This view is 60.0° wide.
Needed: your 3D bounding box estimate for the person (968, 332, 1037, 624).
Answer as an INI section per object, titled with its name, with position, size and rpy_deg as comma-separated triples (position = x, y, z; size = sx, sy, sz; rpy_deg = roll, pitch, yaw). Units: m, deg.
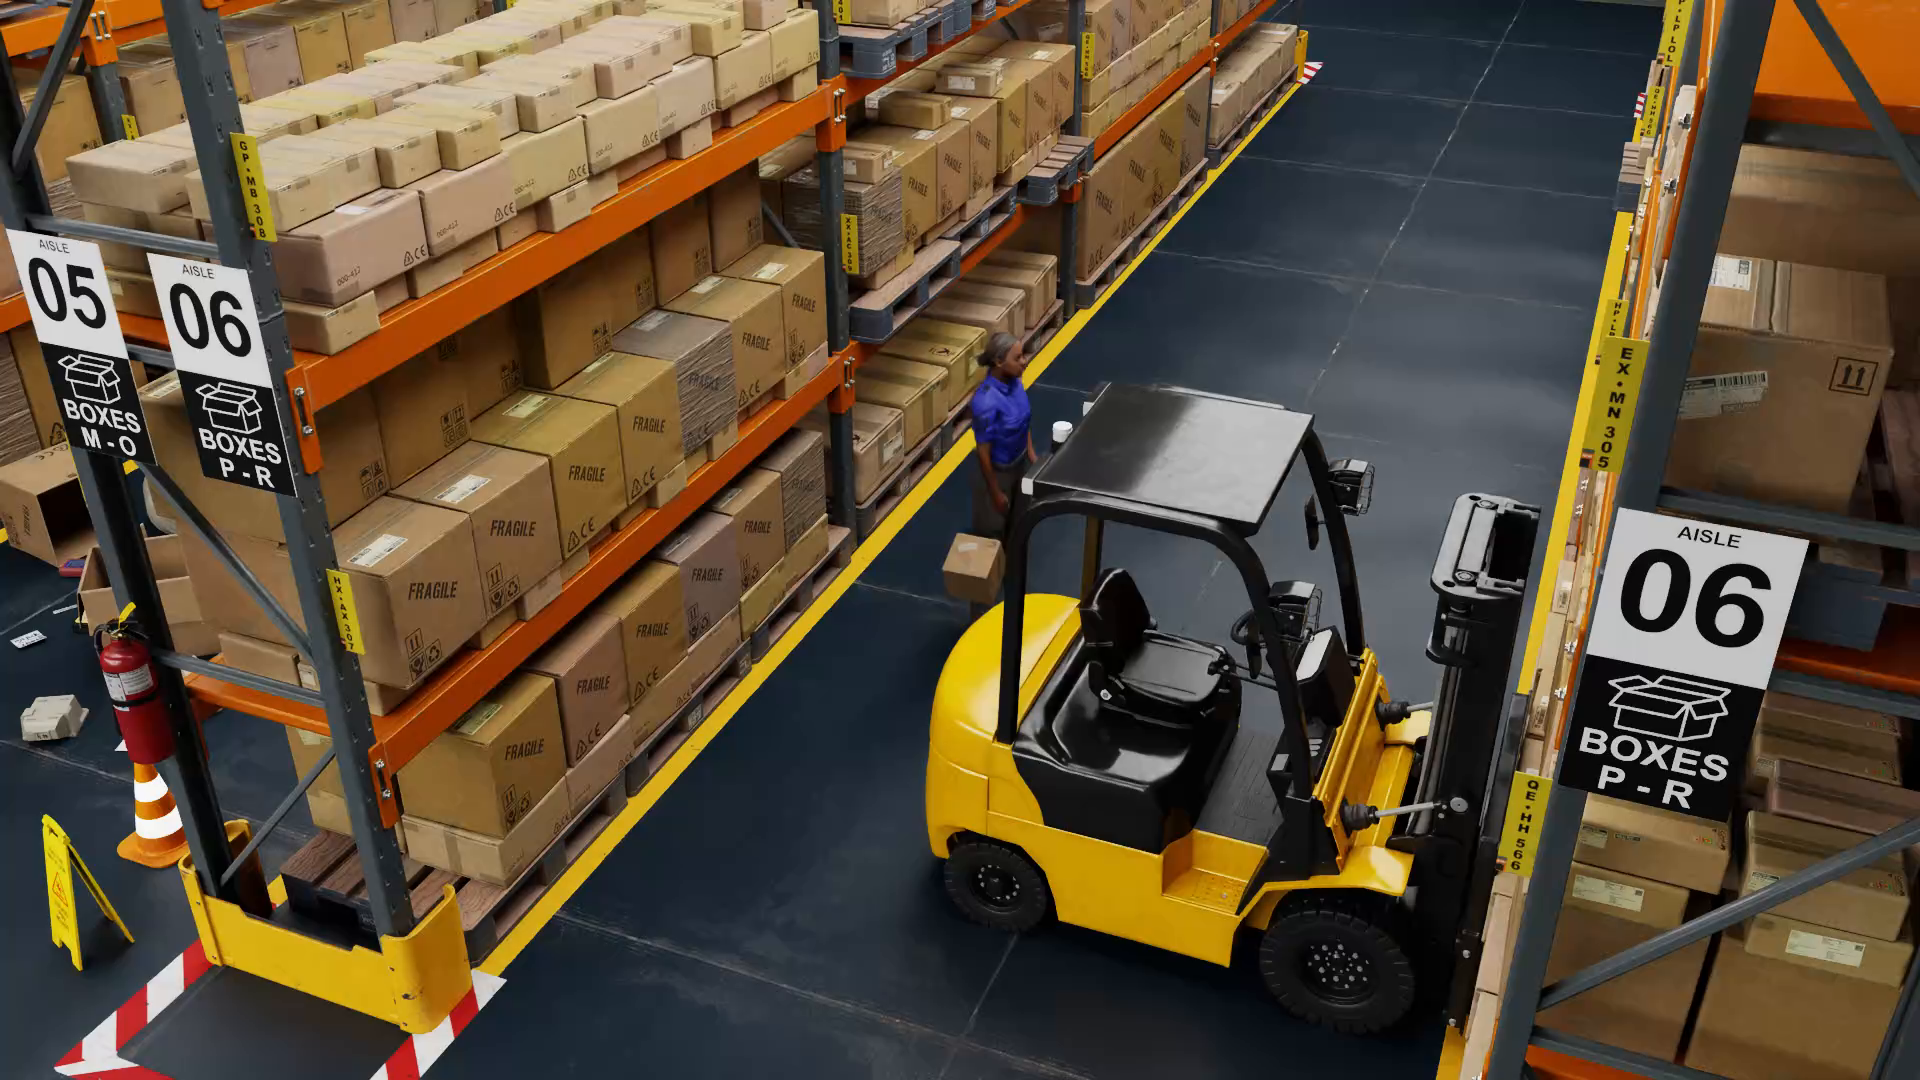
[person]
position = 0.234, -0.291, 8.863
size = 0.398, 1.666, 0.527
rpy_deg = 15, 33, 24
